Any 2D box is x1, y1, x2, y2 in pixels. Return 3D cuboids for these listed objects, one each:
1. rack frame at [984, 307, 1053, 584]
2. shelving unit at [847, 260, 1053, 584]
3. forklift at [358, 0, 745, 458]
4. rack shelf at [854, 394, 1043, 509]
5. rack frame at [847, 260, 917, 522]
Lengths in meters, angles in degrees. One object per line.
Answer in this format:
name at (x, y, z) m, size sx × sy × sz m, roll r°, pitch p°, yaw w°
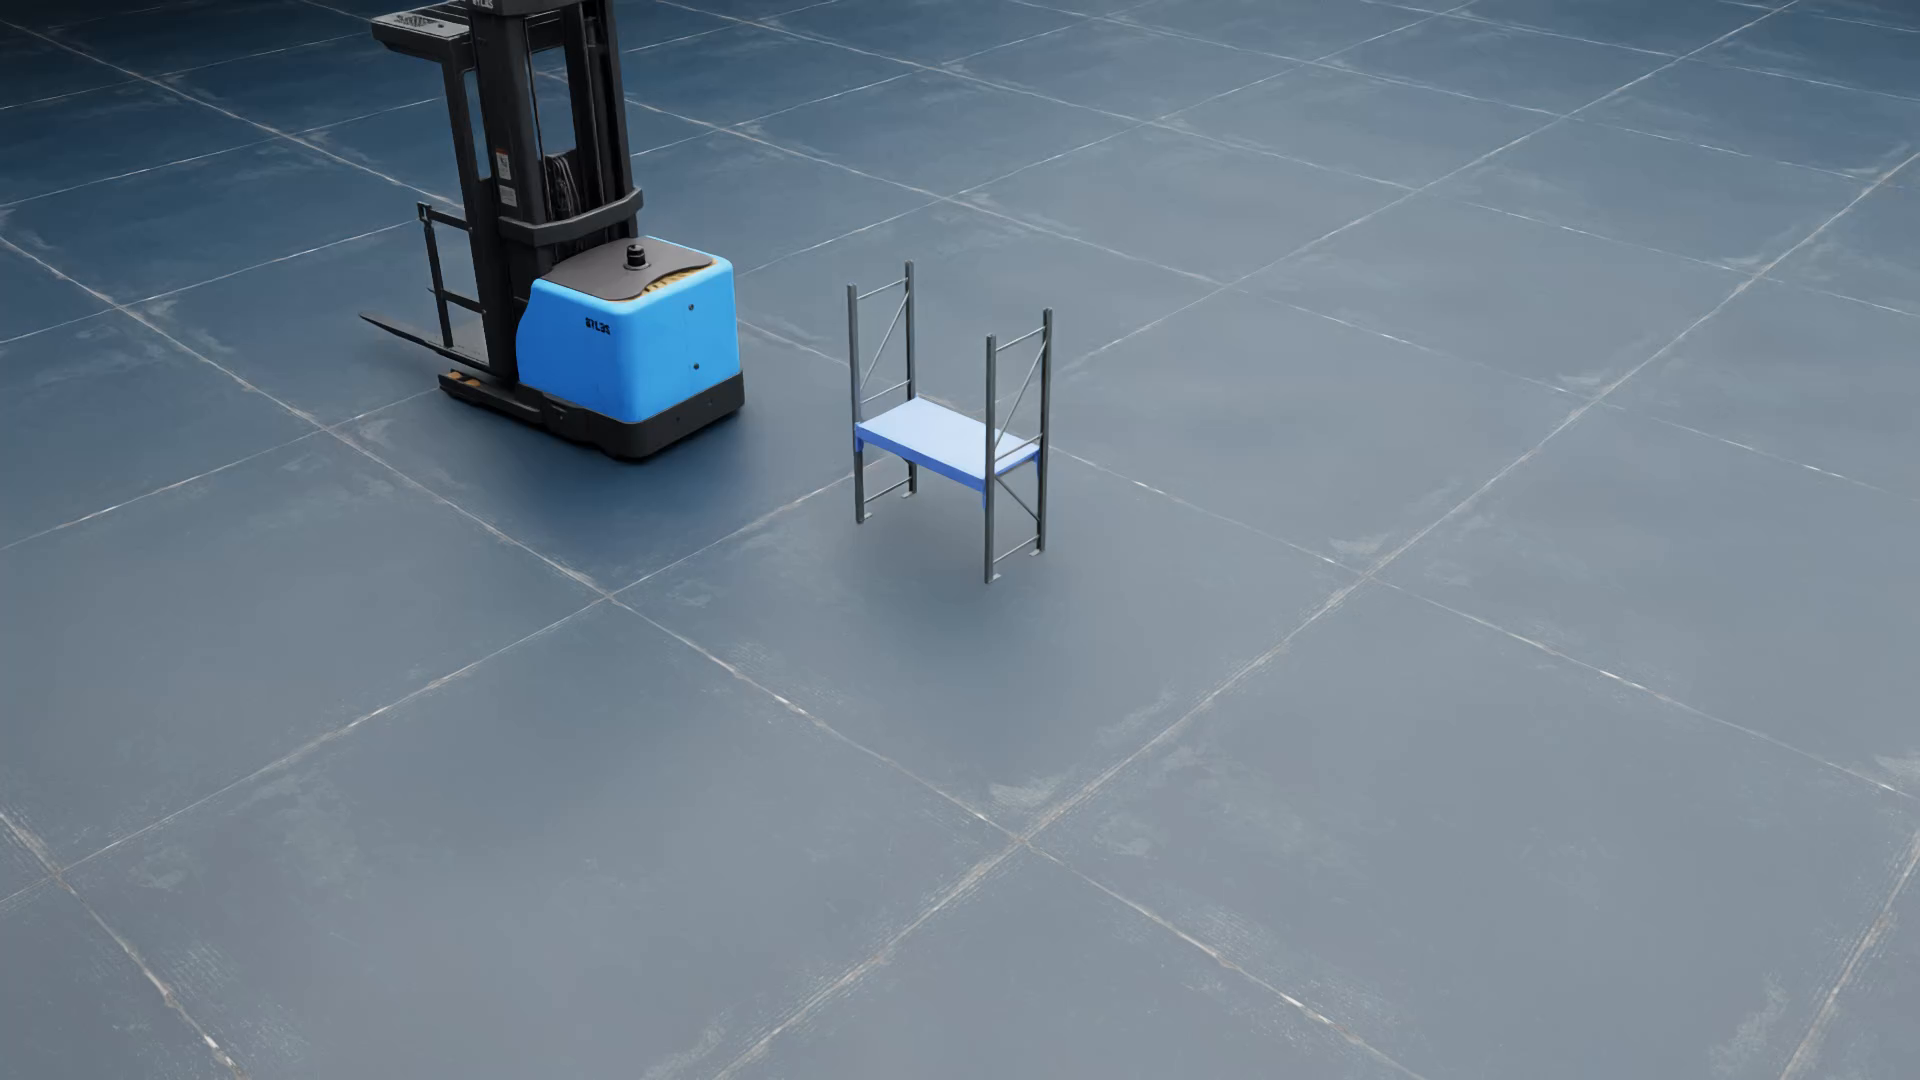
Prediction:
rack frame at (0.314, -0.496, 9.064) m, size 0.032 × 1.500 × 0.500 m, roll 25°, pitch 39°, yaw 35°
shelving unit at (-0.063, -0.672, 9.357) m, size 1.048 × 1.500 × 0.538 m, roll 25°, pitch 39°, yaw 35°
forklift at (-2.919, -2.369, 10.788) m, size 3.031 × 2.935 × 1.130 m, roll 21°, pitch 37°, yaw 31°
rack shelf at (-0.063, -0.518, 9.449) m, size 1.000 × 0.185 × 0.538 m, roll 25°, pitch 39°, yaw 35°
rack frame at (-0.440, -0.848, 9.649) m, size 0.032 × 1.500 × 0.500 m, roll 25°, pitch 39°, yaw 35°
